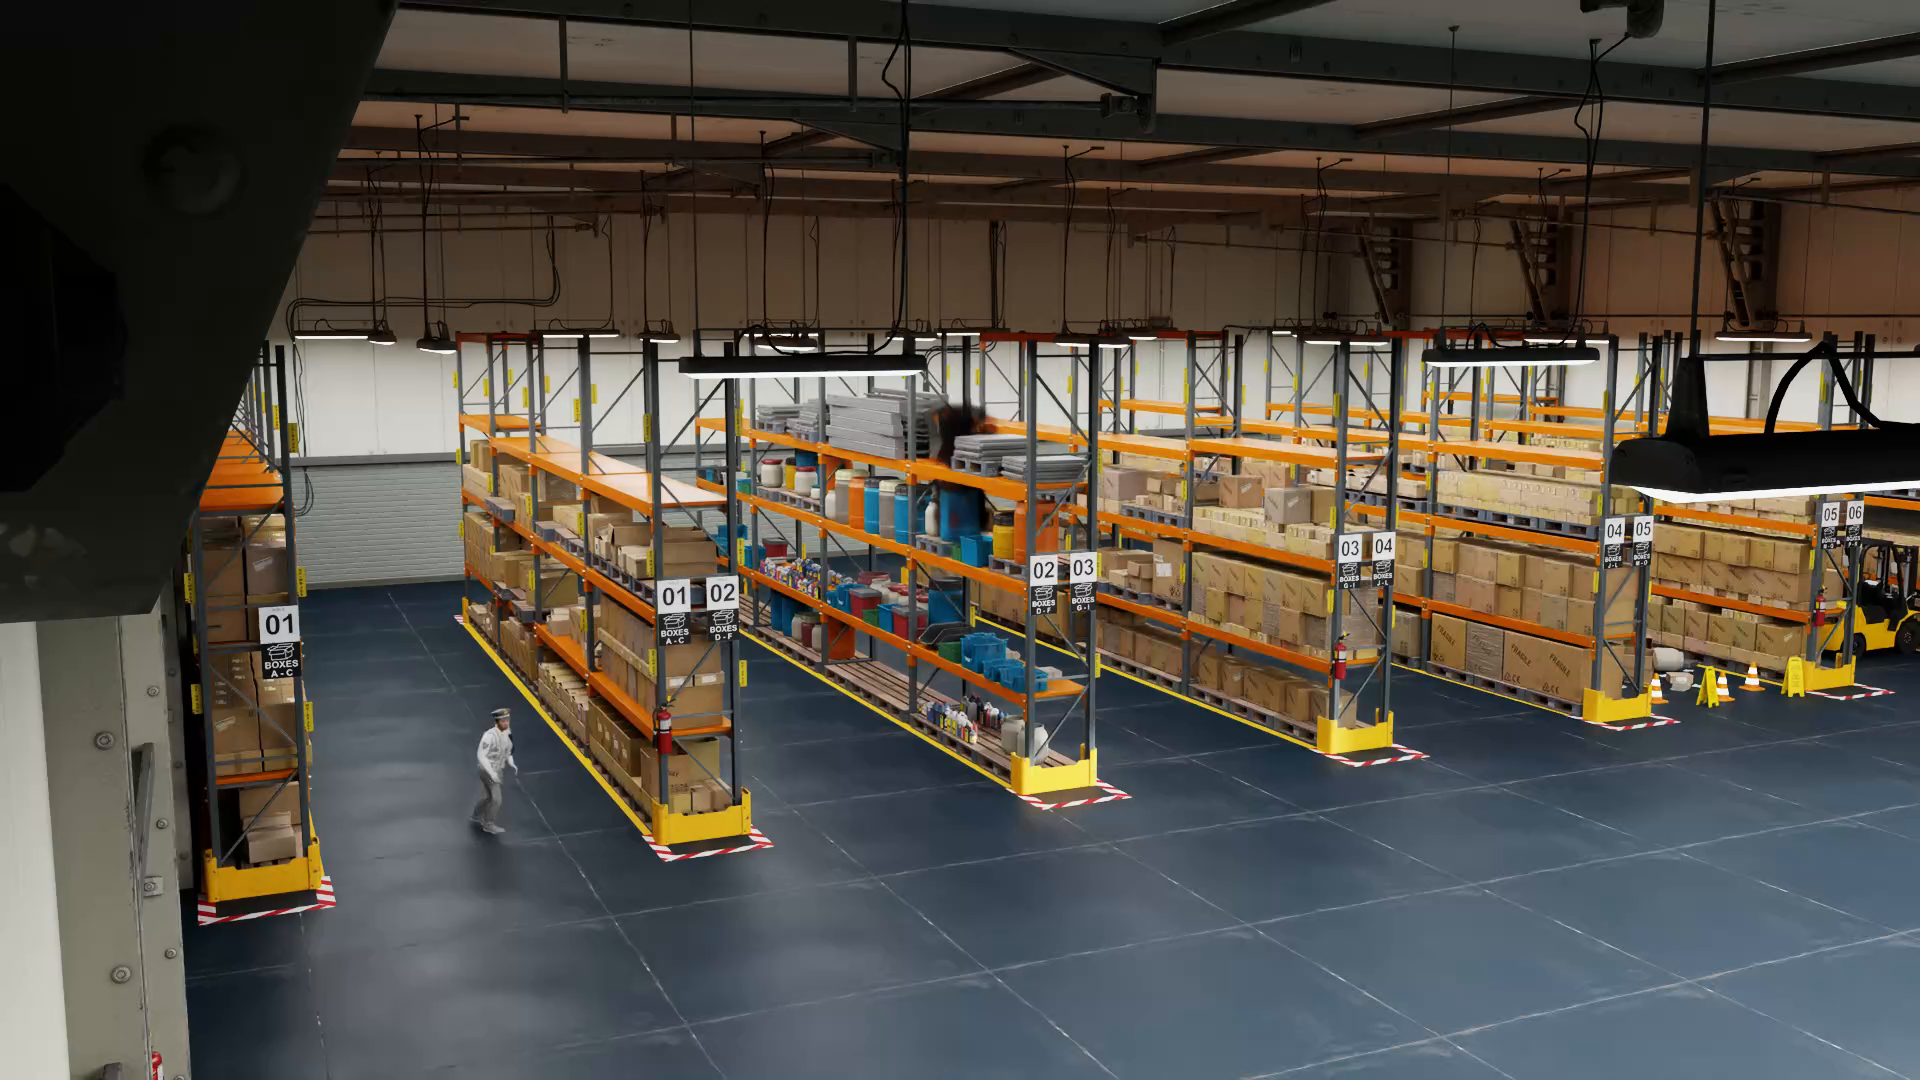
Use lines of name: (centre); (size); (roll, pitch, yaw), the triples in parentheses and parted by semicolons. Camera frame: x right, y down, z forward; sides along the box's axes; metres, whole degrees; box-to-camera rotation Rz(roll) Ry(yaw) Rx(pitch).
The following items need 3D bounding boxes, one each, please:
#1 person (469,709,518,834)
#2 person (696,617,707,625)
person: (-5.769, 2.820, 20.345); (0.744, 1.627, 0.604); (2, 8, 15)
person: (-5.018, 1.130, 32.199); (0.639, 1.820, 0.715); (-2, 8, -13)
